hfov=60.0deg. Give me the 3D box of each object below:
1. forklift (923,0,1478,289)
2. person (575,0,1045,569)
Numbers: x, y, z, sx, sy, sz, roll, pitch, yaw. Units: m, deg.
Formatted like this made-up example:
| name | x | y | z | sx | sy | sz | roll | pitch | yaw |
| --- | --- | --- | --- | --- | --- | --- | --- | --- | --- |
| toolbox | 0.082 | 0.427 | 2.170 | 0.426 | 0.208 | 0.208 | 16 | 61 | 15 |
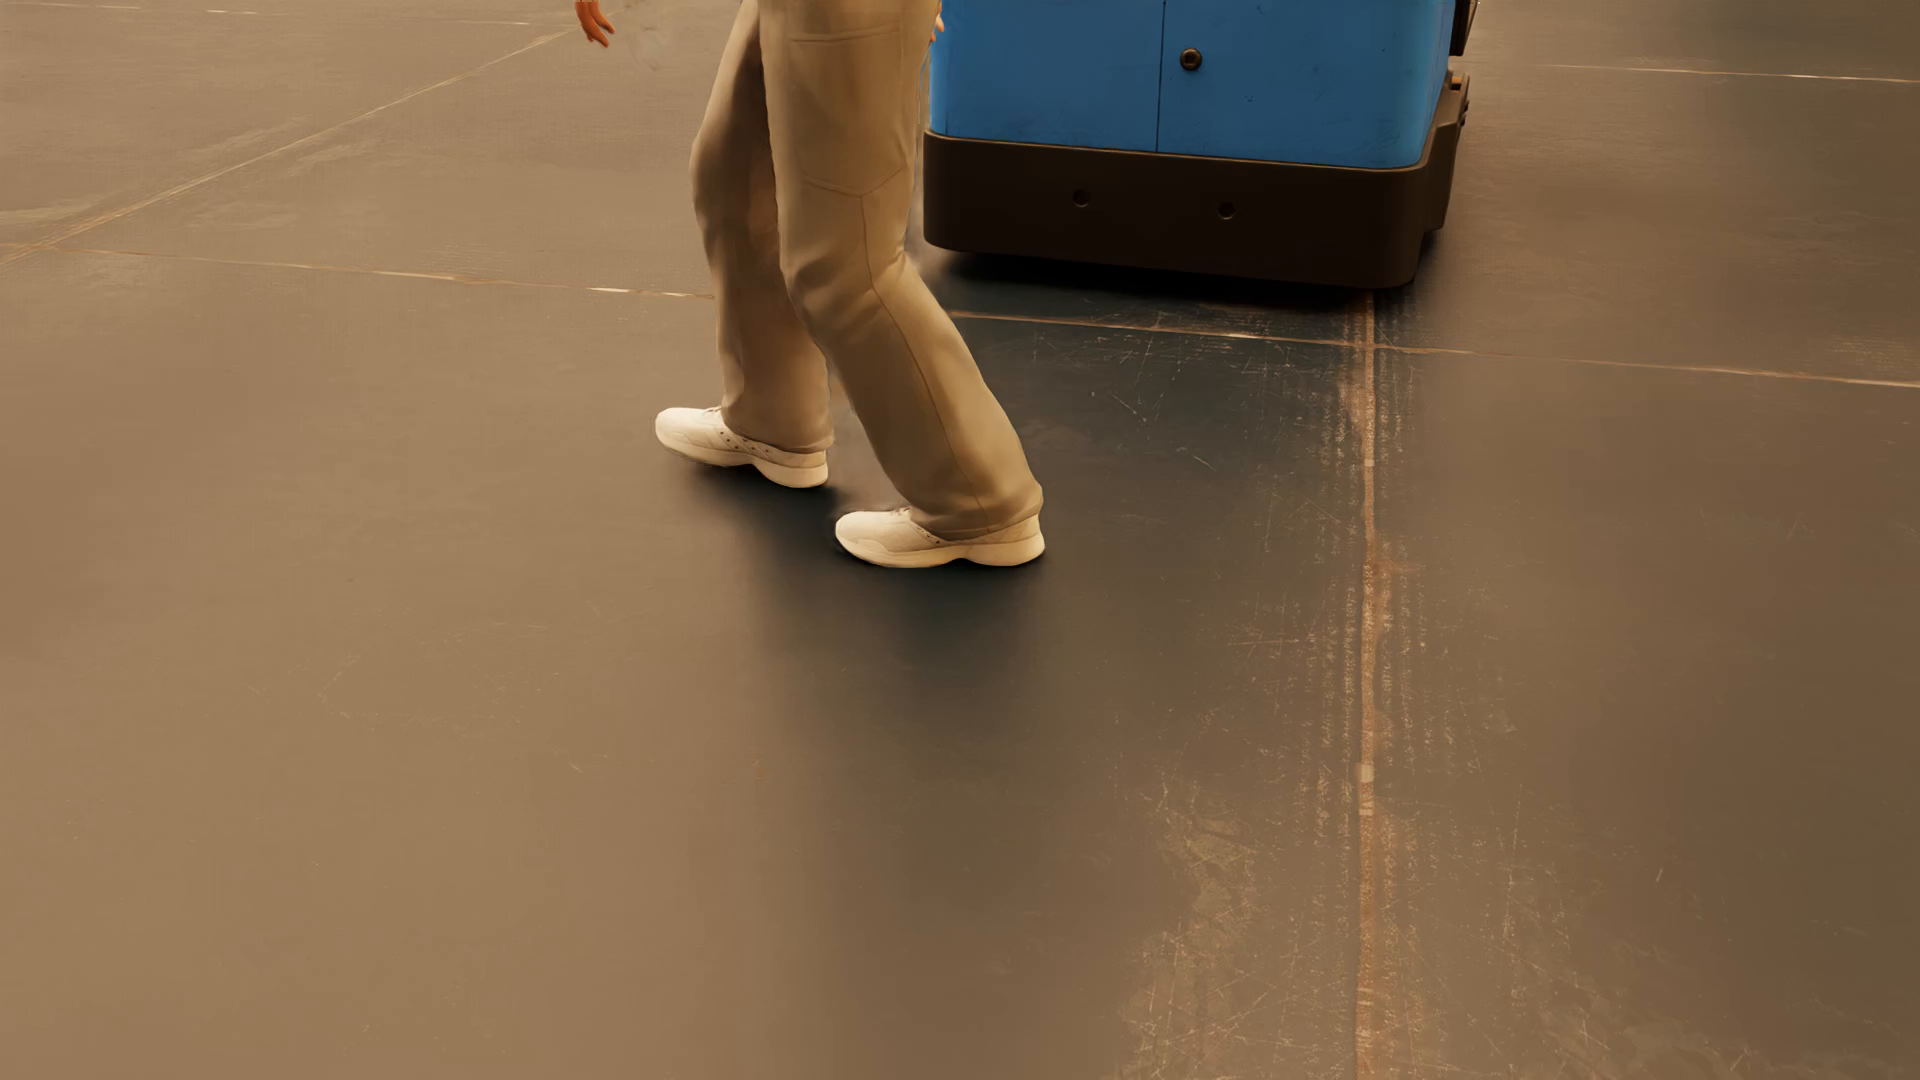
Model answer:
| name | x | y | z | sx | sy | sz | roll | pitch | yaw |
| --- | --- | --- | --- | --- | --- | --- | --- | --- | --- |
| forklift | 0.855 | -2.456 | 4.115 | 1.130 | 2.935 | 3.031 | 8 | 28 | 16 |
| person | -0.193 | -0.749 | 2.194 | 0.652 | 1.622 | 0.556 | 2 | 27 | 4 |
